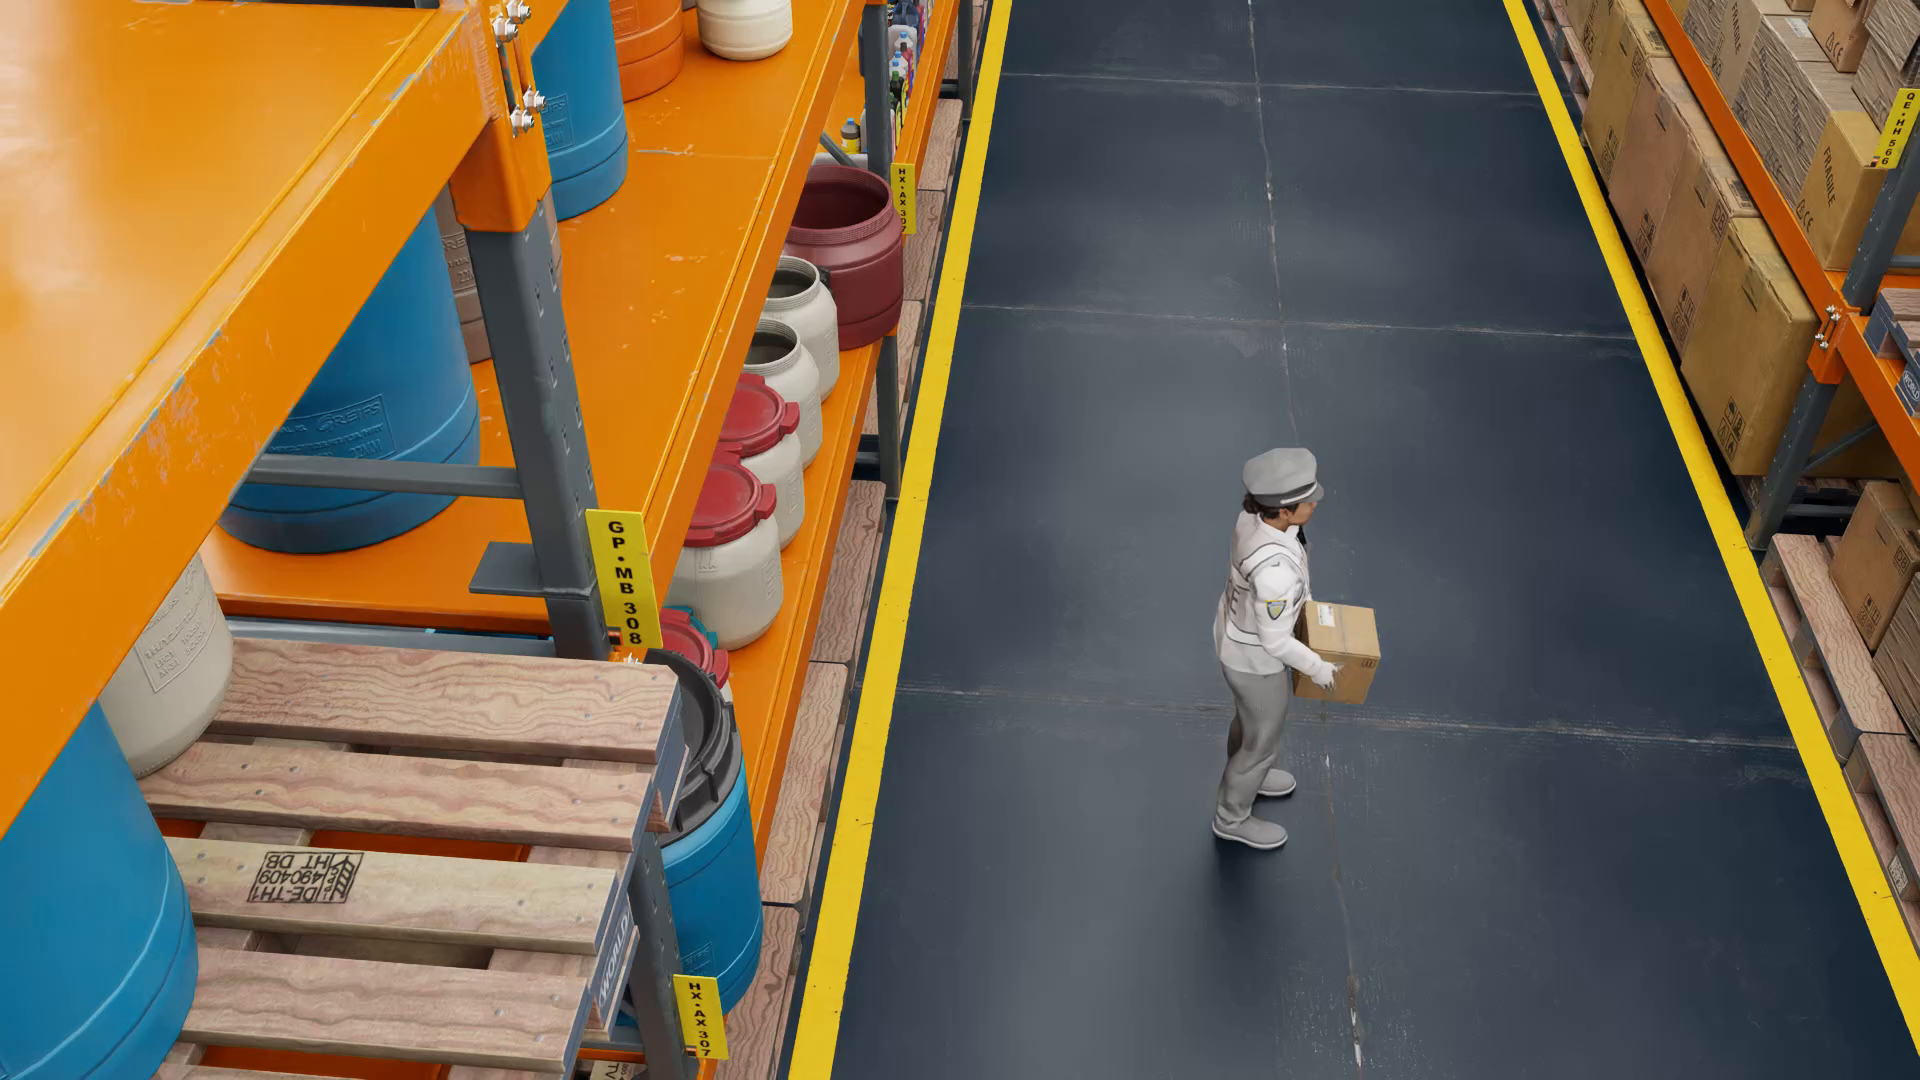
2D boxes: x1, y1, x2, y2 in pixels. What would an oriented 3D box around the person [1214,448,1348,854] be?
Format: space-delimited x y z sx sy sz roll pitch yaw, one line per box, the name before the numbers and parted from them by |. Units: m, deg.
person | 1.115 0.390 5.986 0.404 1.663 0.533 3 40 3
